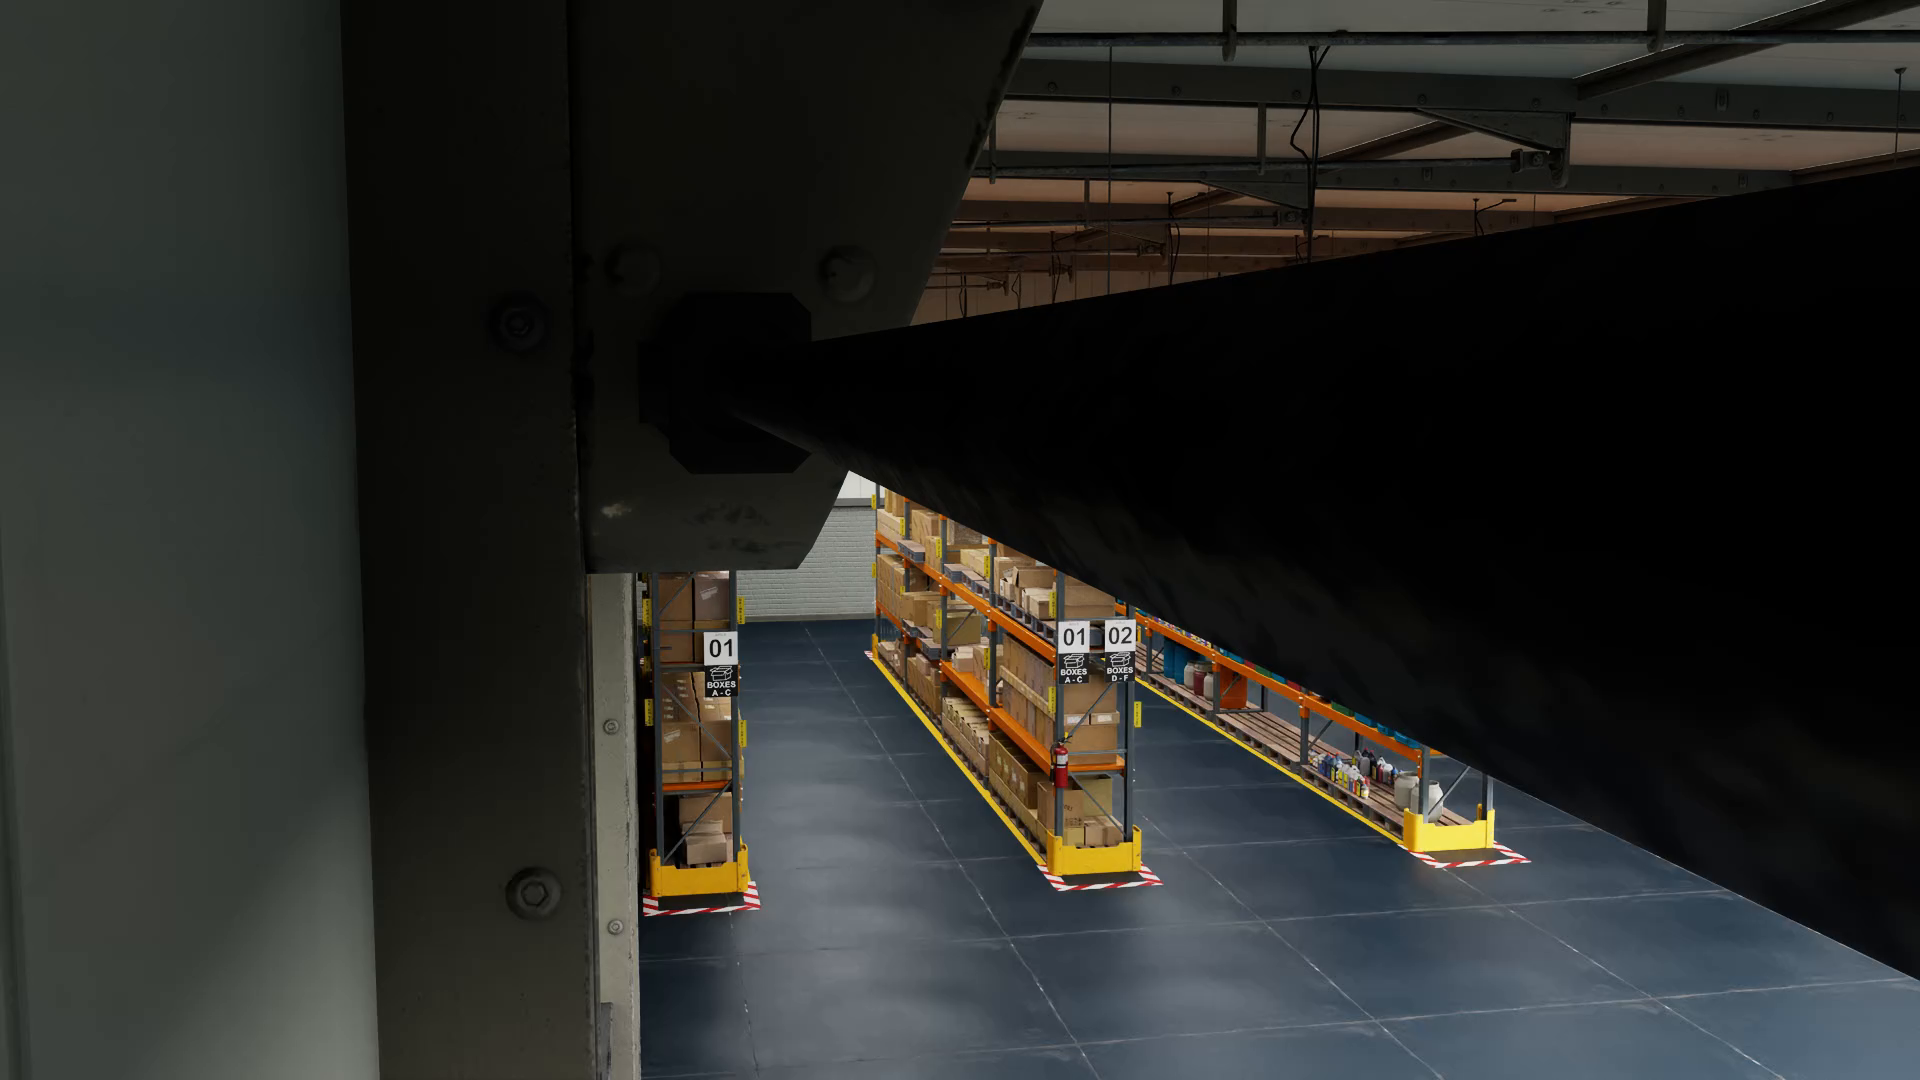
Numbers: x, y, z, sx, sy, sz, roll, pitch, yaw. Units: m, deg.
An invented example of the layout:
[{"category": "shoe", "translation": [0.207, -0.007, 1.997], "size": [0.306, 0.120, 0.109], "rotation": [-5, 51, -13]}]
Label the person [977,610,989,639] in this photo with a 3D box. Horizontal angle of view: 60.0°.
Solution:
[{"category": "person", "translation": [0.346, 1.691, 37.117], "size": [0.703, 1.722, 0.689], "rotation": [3, 7, 29]}]
